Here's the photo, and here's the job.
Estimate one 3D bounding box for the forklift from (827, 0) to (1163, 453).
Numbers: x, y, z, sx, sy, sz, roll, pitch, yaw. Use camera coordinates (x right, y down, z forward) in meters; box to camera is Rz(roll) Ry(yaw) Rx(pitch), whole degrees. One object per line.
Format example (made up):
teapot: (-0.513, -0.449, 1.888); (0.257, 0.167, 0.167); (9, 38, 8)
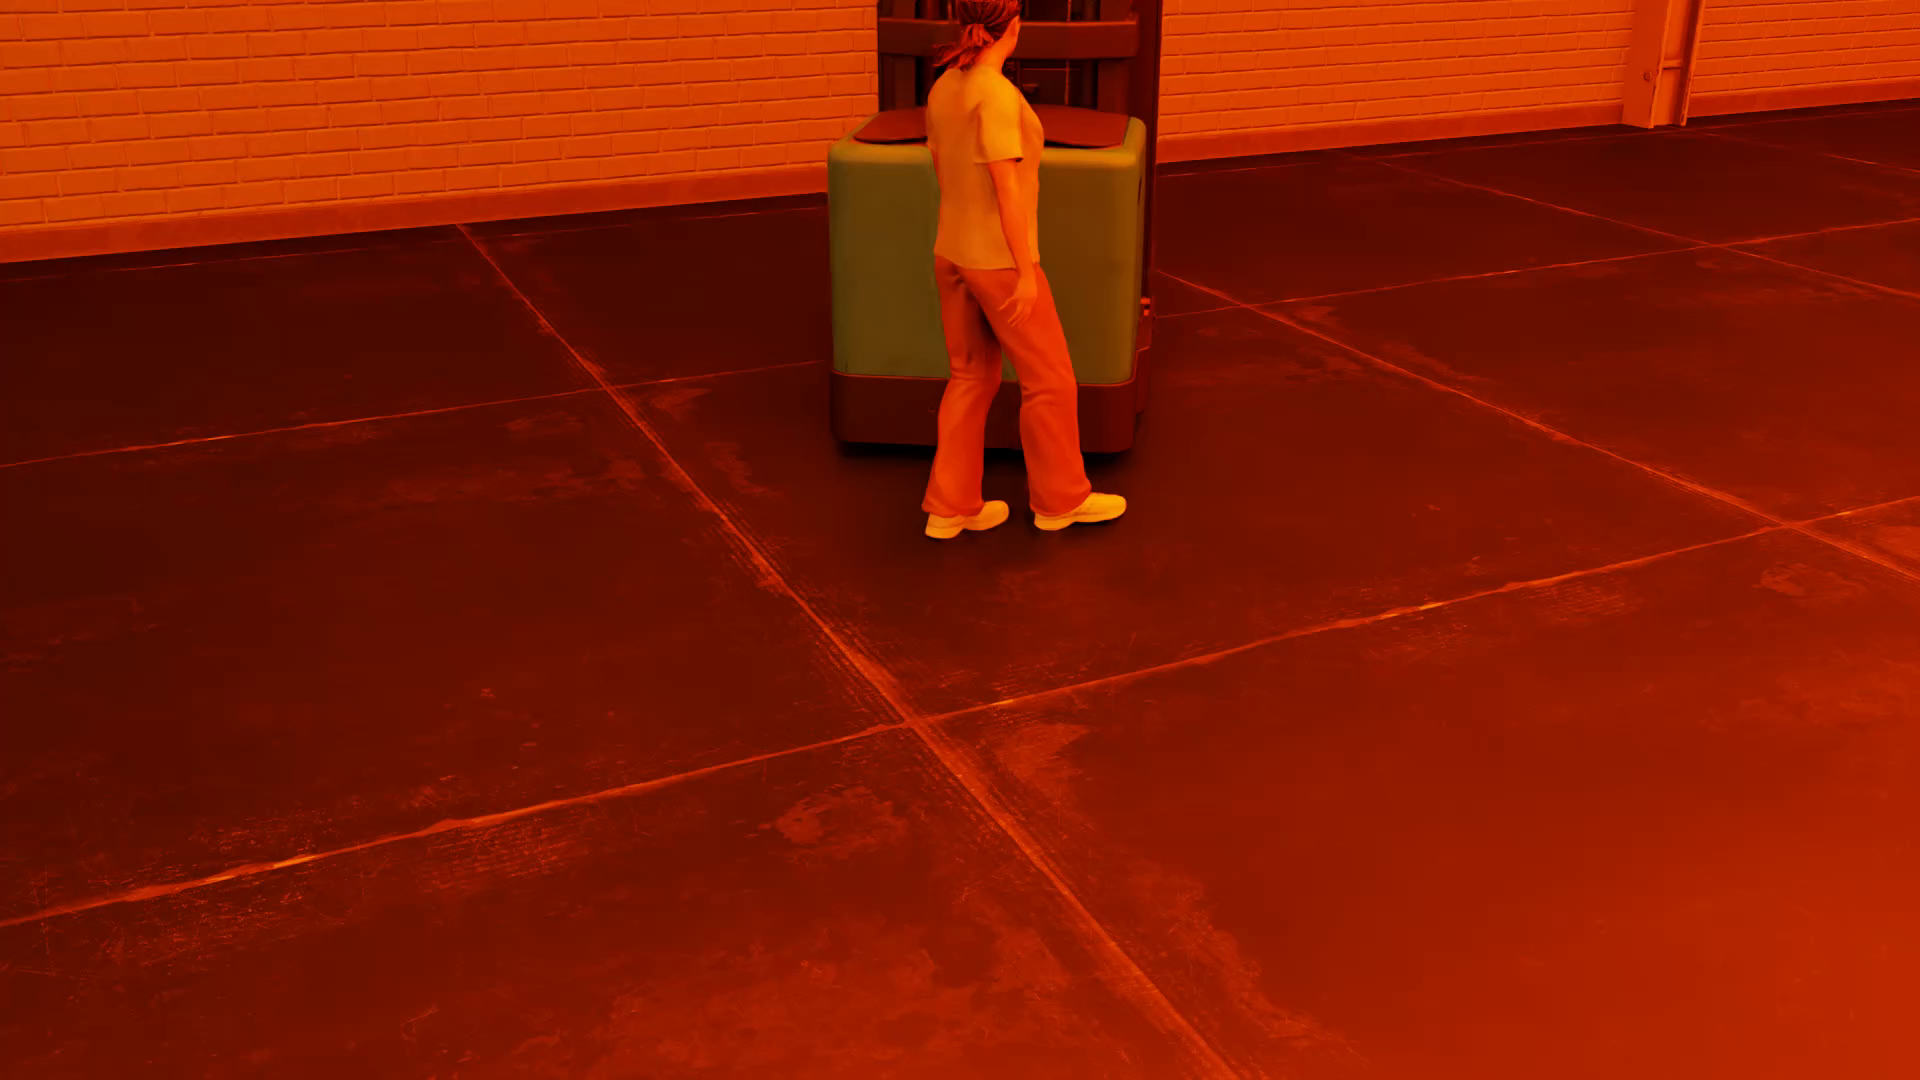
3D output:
forklift: (0.259, -2.176, 6.525); (1.130, 2.935, 3.031); (3, 23, 7)

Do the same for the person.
person: (0.105, -0.846, 4.918); (0.504, 1.596, 0.618); (-13, 26, -28)
